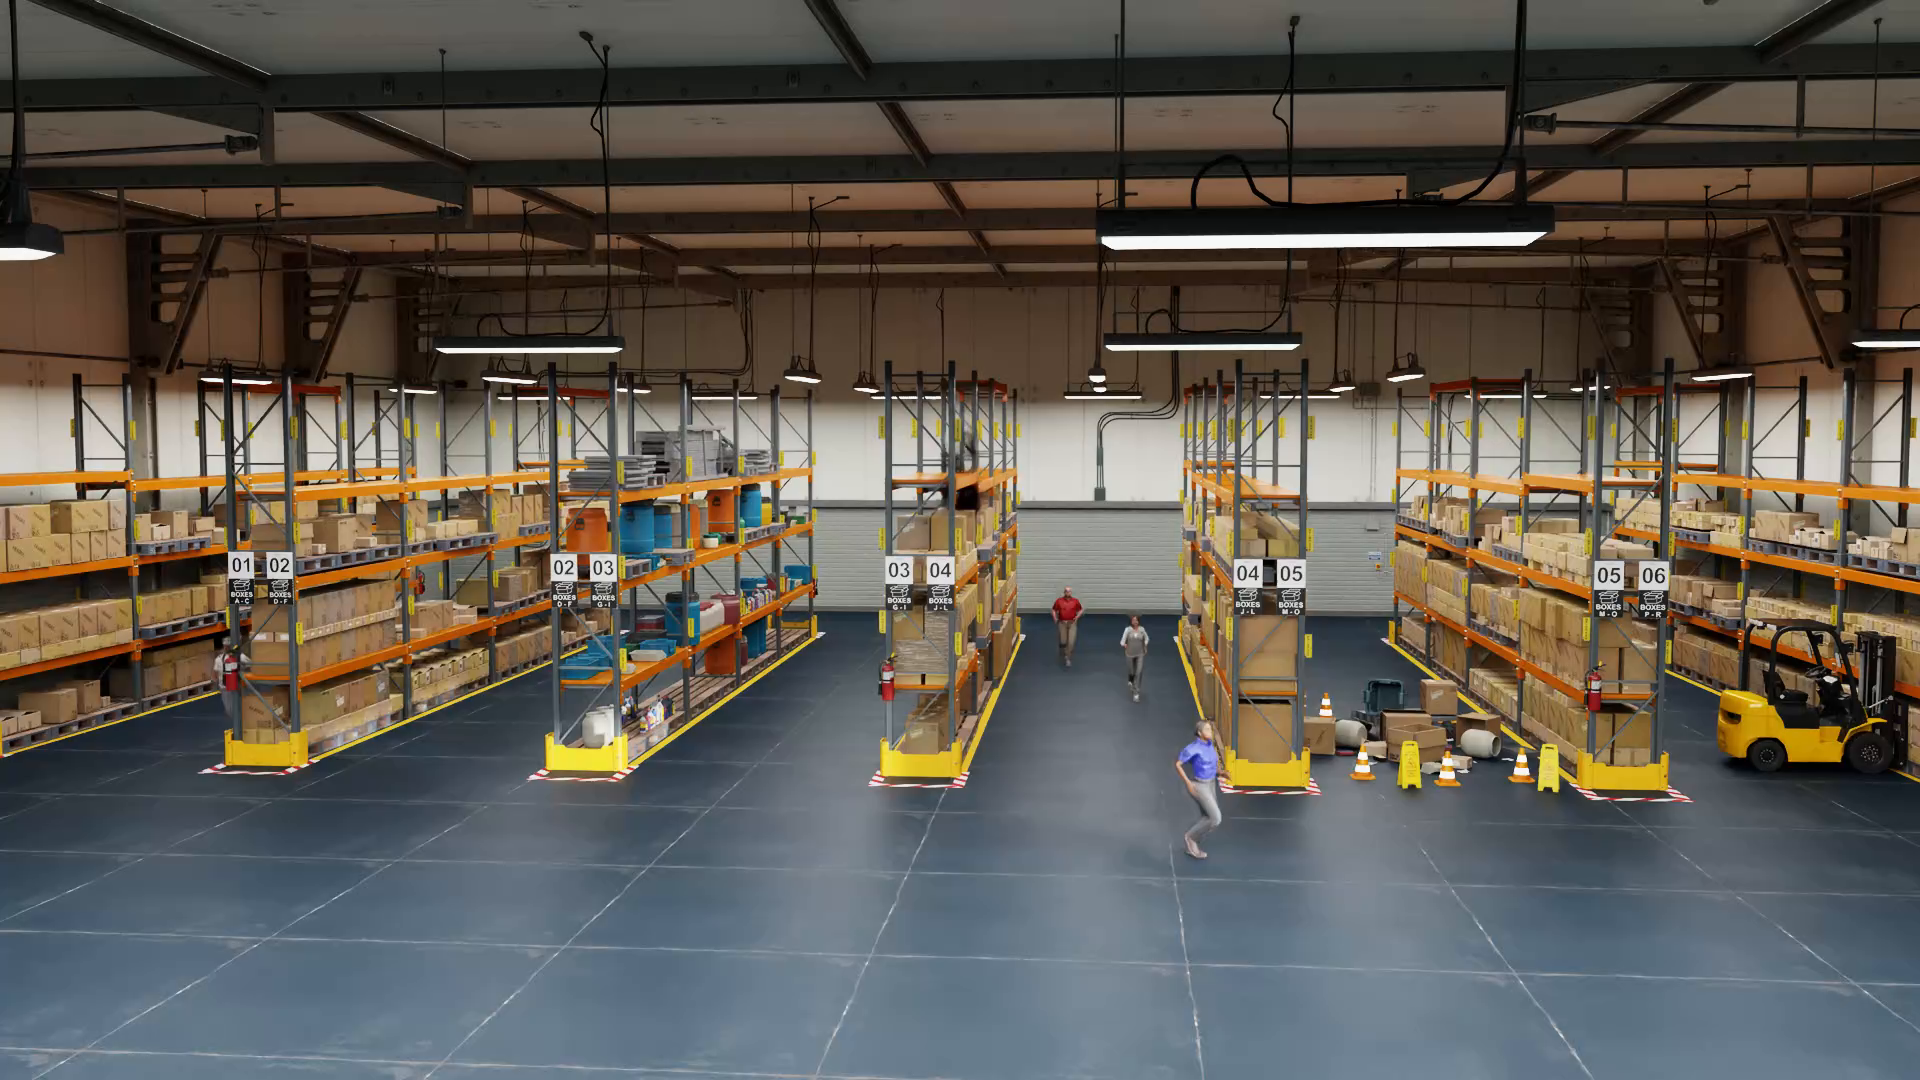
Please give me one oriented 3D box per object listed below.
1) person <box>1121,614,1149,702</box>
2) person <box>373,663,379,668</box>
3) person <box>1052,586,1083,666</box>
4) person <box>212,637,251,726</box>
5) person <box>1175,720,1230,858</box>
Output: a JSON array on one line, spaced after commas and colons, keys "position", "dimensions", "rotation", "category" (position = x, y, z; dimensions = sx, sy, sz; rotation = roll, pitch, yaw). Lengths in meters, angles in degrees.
[{"position": [3.264, 2.180, 31.029], "dimensions": [0.538, 1.596, 0.812], "rotation": [0, 4, 1], "category": "person"}, {"position": [-11.992, 1.918, 34.142], "dimensions": [0.600, 1.681, 0.892], "rotation": [-1, 4, -10], "category": "person"}, {"position": [2.302, 1.832, 35.610], "dimensions": [0.665, 1.688, 0.603], "rotation": [0, 4, -1], "category": "person"}, {"position": [-11.755, 2.415, 26.799], "dimensions": [0.572, 1.721, 0.697], "rotation": [0, 4, 2], "category": "person"}, {"position": [2.871, 2.912, 19.352], "dimensions": [0.592, 1.617, 0.560], "rotation": [3, 5, 38], "category": "person"}]
